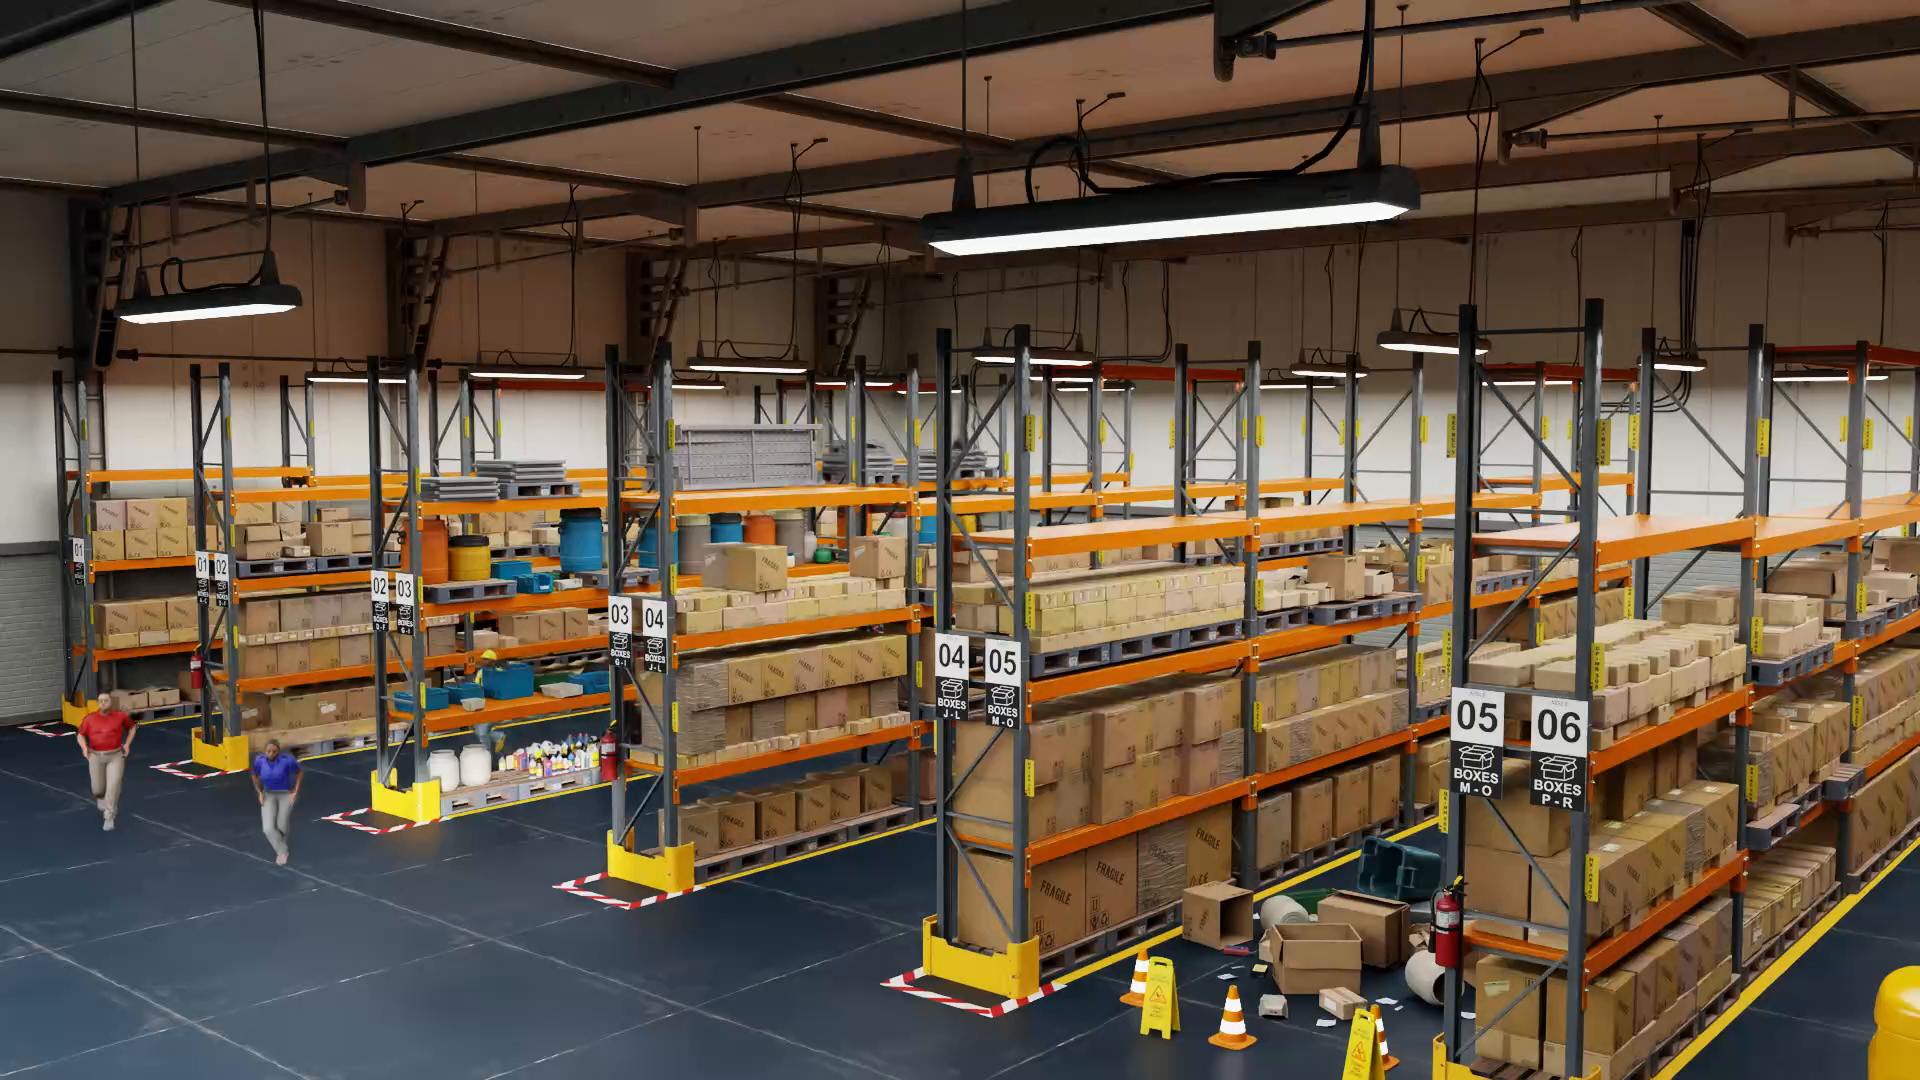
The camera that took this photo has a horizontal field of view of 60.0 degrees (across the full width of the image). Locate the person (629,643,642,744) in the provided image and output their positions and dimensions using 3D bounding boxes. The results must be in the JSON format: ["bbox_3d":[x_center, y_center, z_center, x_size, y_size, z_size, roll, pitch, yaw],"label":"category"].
[{"bbox_3d":[-5.280,2.411,26.492,0.641,1.762,0.744,4,5,41],"label":"person"}]

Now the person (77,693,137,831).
[{"bbox_3d":[-10.899,2.799,21.263,0.673,1.715,0.829,-2,4,-23],"label":"person"}]

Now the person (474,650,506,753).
[{"bbox_3d":[-7.016,2.511,24.859,0.699,1.738,0.758,2,5,26],"label":"person"}]

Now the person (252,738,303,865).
[{"bbox_3d":[-7.988,3.031,19.536,0.563,1.520,0.910,-1,4,-12],"label":"person"}]
